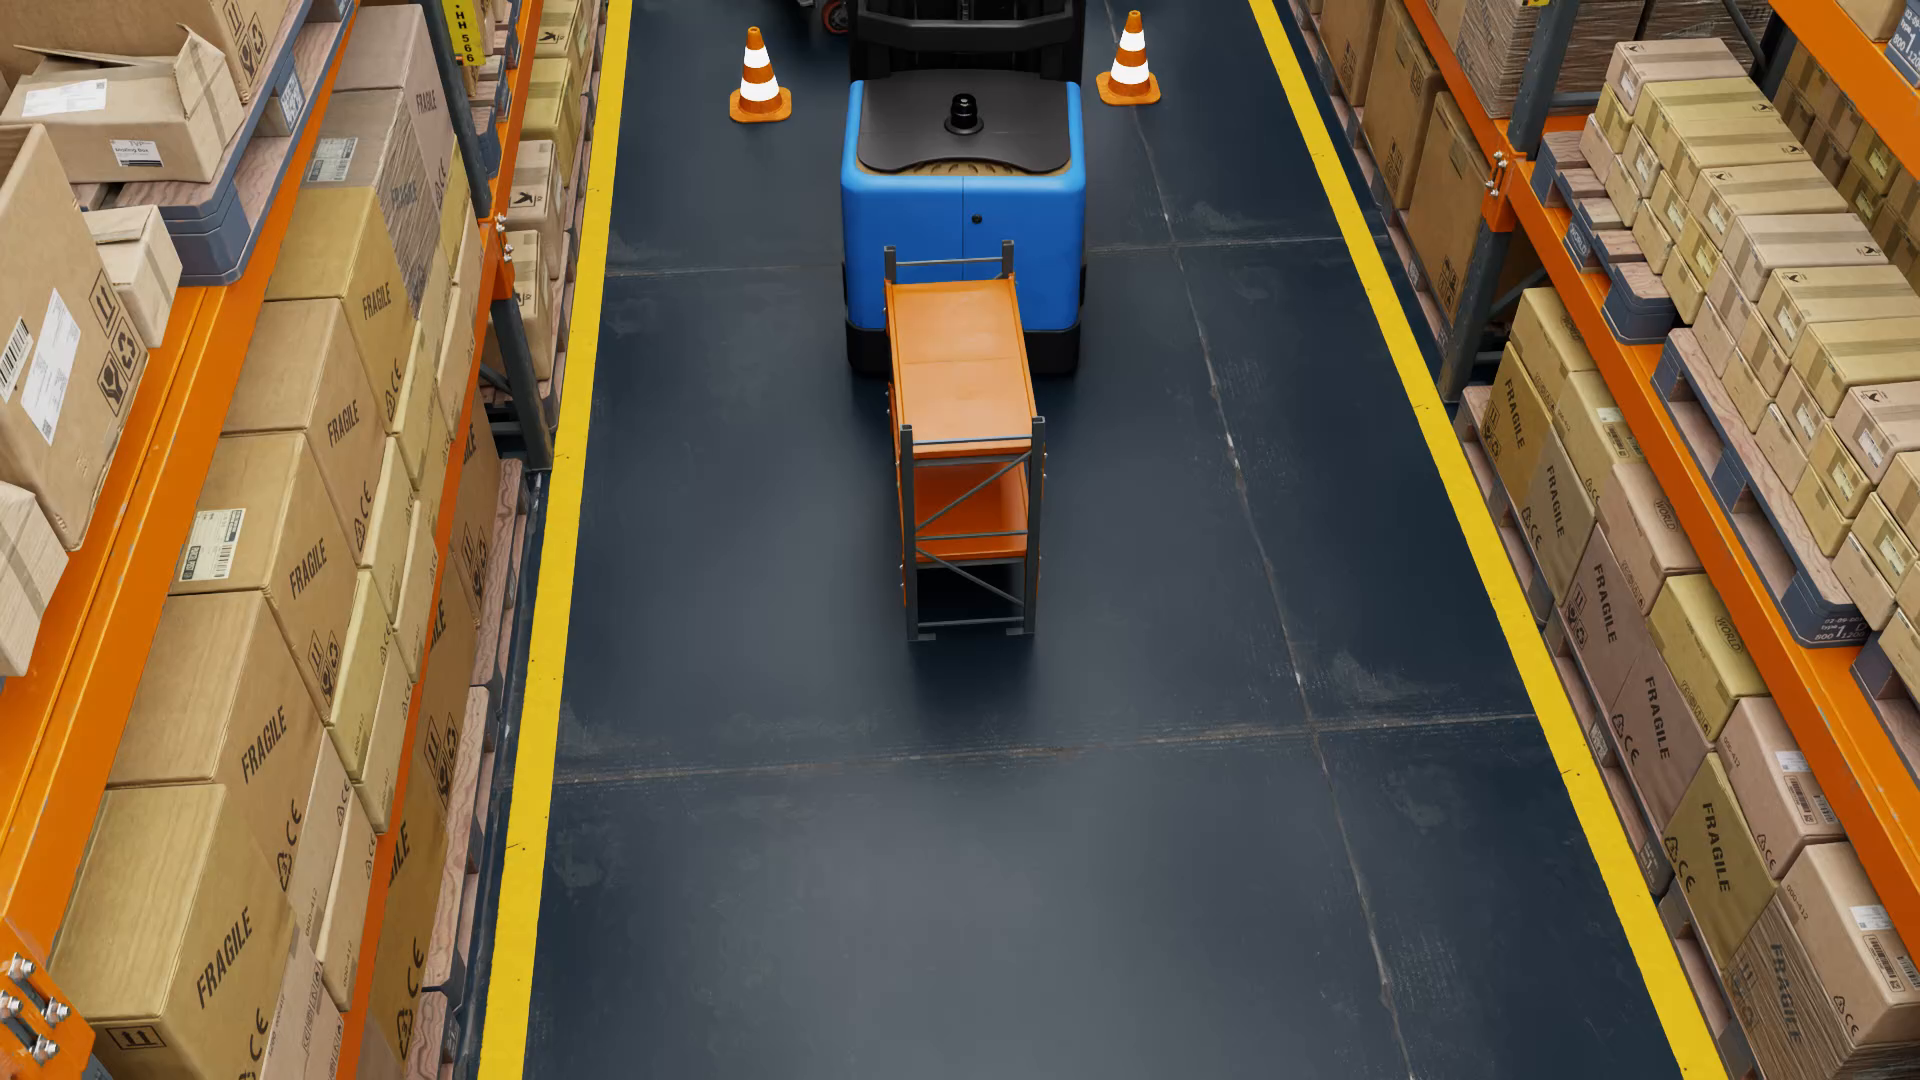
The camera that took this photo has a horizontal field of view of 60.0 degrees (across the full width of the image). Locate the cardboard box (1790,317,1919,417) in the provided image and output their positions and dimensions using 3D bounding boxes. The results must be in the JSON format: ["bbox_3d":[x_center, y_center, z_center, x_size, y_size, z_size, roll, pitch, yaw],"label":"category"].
[{"bbox_3d":[2.638,-0.499,4.767,0.380,0.149,0.250,-4,47,-4],"label":"cardboard box"}]

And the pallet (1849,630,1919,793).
[{"bbox_3d":[3.080,0.685,4.304,1.003,0.211,1.213,-3,47,-3],"label":"pallet"}]

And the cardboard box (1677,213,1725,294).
[{"bbox_3d":[2.576,-0.941,5.390,0.380,0.149,0.250,-3,47,-3],"label":"cardboard box"}]

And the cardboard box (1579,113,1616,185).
[{"bbox_3d":[2.500,-1.436,6.064,0.380,0.149,0.250,-4,47,-4],"label":"cardboard box"}]

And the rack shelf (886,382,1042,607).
[{"bbox_3d":[0.001,-0.214,6.651,0.538,0.278,1.000,-3,47,-3],"label":"rack shelf"}]

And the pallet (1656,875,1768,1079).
[{"bbox_3d":[2.932,1.576,5.248,1.003,0.211,1.213,-3,47,-3],"label":"pallet"}]

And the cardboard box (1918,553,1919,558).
[{"bbox_3d":[2.705,0.068,4.230,0.380,0.149,0.250,-4,47,-3],"label":"cardboard box"}]

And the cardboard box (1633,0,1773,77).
[{"bbox_3d":[2.895,-2.089,6.730,0.500,0.500,0.500,-3,47,-3],"label":"cardboard box"}]

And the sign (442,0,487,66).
[{"bbox_3d":[-1.708,-1.774,5.703,0.100,0.325,0.005,-3,47,-3],"label":"sign"}]

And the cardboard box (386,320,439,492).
[{"bbox_3d":[-1.857,-0.385,4.944,0.500,0.250,0.500,-5,47,-4],"label":"cardboard box"}]

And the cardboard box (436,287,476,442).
[{"bbox_3d":[-1.901,-0.569,5.463,0.500,0.250,0.500,-3,47,-3],"label":"cardboard box"}]

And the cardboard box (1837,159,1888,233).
[{"bbox_3d":[3.208,-1.161,5.599,0.380,0.149,0.250,-2,47,-2],"label":"cardboard box"}]

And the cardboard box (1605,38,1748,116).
[{"bbox_3d":[2.510,-1.627,5.835,0.380,0.149,0.250,-3,47,-3],"label":"cardboard box"}]

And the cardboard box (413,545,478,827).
[{"bbox_3d":[-2.215,0.397,5.619,0.875,0.875,0.875,-3,47,-3],"label":"cardboard box"}]

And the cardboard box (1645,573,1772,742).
[{"bbox_3d":[2.596,0.360,5.396,0.500,0.250,0.500,-5,47,-5],"label":"cardboard box"}]

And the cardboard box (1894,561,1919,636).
[{"bbox_3d":[2.700,0.176,4.332,0.380,0.149,0.250,-5,47,-5],"label":"cardboard box"}]

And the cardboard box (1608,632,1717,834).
[{"bbox_3d":[2.604,0.633,5.654,0.500,0.500,0.500,-4,47,-4],"label":"cardboard box"}]

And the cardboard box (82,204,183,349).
[{"bbox_3d":[-1.683,-0.478,3.079,0.380,0.166,0.250,-6,47,-6],"label":"cardboard box"}]

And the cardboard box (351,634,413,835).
[{"bbox_3d":[-1.771,0.525,4.426,0.500,0.250,0.500,-4,47,-4],"label":"cardboard box"}]

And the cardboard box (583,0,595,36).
[{"bbox_3d":[-2.549,-3.095,9.273,0.950,0.372,0.625,-3,47,-3],"label":"cardboard box"}]

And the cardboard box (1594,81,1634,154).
[{"bbox_3d":[2.504,-1.512,5.932,0.380,0.149,0.250,-2,47,-2],"label":"cardboard box"}]

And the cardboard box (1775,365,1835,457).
[{"bbox_3d":[2.640,-0.385,4.864,0.380,0.149,0.250,-2,47,-2],"label":"cardboard box"}]

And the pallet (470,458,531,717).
[{"bbox_3d":[-2.269,0.194,6.557,1.003,0.211,1.213,-3,47,-3],"label":"pallet"}]

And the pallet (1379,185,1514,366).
[{"bbox_3d":[2.673,-1.330,8.001,1.003,0.211,1.213,-3,47,-3],"label":"pallet"}]

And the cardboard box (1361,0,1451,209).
[{"bbox_3d":[2.626,-2.163,8.129,1.050,0.750,0.750,-3,47,-3],"label":"cardboard box"}]

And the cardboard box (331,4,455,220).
[{"bbox_3d":[-1.956,-1.360,5.351,0.500,0.500,0.500,-5,47,-4],"label":"cardboard box"}]

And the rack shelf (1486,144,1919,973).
[{"bbox_3d":[2.831,-0.019,5.334,1.077,0.370,4.000,-3,47,-3],"label":"rack shelf"}]

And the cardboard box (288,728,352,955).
[{"bbox_3d":[-1.753,0.723,3.895,0.500,0.250,0.500,-3,47,-3],"label":"cardboard box"}]

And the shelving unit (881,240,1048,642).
[{"bbox_3d":[0.001,-0.382,6.473,0.538,1.125,1.048,-3,47,-3],"label":"shelving unit"}]

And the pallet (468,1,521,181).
[{"bbox_3d":[-2.426,-1.783,6.641,1.213,0.211,1.003,-3,47,-3],"label":"pallet"}]

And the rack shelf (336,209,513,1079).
[{"bbox_3d":[-2.093,0.355,4.980,1.077,0.370,4.000,-3,47,-3],"label":"rack shelf"}]

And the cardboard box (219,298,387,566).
[{"bbox_3d":[-1.835,-0.263,4.312,0.500,0.500,0.500,-4,47,-4],"label":"cardboard box"}]

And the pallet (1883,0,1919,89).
[{"bbox_3d":[2.963,-0.990,3.821,1.213,0.211,1.003,-3,47,-3],"label":"pallet"}]

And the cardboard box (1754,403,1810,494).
[{"bbox_3d":[2.634,-0.288,4.977,0.380,0.149,0.250,-5,47,-5],"label":"cardboard box"}]

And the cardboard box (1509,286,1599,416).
[{"bbox_3d":[2.480,-0.743,6.440,0.500,0.250,0.500,-5,47,-5],"label":"cardboard box"}]

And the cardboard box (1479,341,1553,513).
[{"bbox_3d":[2.469,-0.471,6.699,0.500,0.500,0.500,-5,47,-5],"label":"cardboard box"}]

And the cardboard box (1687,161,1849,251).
[{"bbox_3d":[2.572,-1.066,5.305,0.380,0.149,0.250,-5,47,-5],"label":"cardboard box"}]

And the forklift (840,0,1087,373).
[{"bbox_3d":[0.031,-2.812,7.531,1.130,2.935,3.031,1,47,0],"label":"forklift"}]

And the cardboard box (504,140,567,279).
[{"bbox_3d":[-2.368,-1.523,7.784,0.950,0.372,0.625,-4,47,-4],"label":"cardboard box"}]

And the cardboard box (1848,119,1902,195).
[{"bbox_3d":[3.202,-1.278,5.505,0.380,0.149,0.250,-2,47,-2],"label":"cardboard box"}]

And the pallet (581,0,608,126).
[{"bbox_3d":[-2.529,-2.712,9.309,1.003,0.211,1.213,-3,47,-3],"label":"pallet"}]

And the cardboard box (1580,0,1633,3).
[{"bbox_3d":[2.636,-2.417,6.352,0.700,0.500,0.500,-4,47,-4],"label":"cardboard box"}]

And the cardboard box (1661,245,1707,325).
[{"bbox_3d":[2.570,-0.851,5.511,0.380,0.149,0.250,-2,47,-1],"label":"cardboard box"}]

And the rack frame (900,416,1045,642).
[{"bbox_3d":[0.043,-0.014,6.125,0.500,1.125,0.032,-3,47,-3],"label":"rack frame"}]

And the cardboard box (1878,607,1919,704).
[{"bbox_3d":[2.706,0.297,4.423,0.380,0.149,0.250,-6,47,-5],"label":"cardboard box"}]

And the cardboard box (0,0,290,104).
[{"bbox_3d":[-1.824,-1.292,3.620,0.500,0.500,0.500,-3,47,-3],"label":"cardboard box"}]

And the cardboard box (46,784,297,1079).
[{"bbox_3d":[-1.676,0.840,3.267,0.500,0.500,0.500,-3,47,-3],"label":"cardboard box"}]

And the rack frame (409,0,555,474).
[{"bbox_3d":[-2.260,-1.340,6.089,1.000,3.000,0.127,-3,47,-3],"label":"rack frame"}]

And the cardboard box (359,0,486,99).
[{"bbox_3d":[-2.067,-1.960,6.114,0.500,0.500,0.500,-5,47,-4],"label":"cardboard box"}]
